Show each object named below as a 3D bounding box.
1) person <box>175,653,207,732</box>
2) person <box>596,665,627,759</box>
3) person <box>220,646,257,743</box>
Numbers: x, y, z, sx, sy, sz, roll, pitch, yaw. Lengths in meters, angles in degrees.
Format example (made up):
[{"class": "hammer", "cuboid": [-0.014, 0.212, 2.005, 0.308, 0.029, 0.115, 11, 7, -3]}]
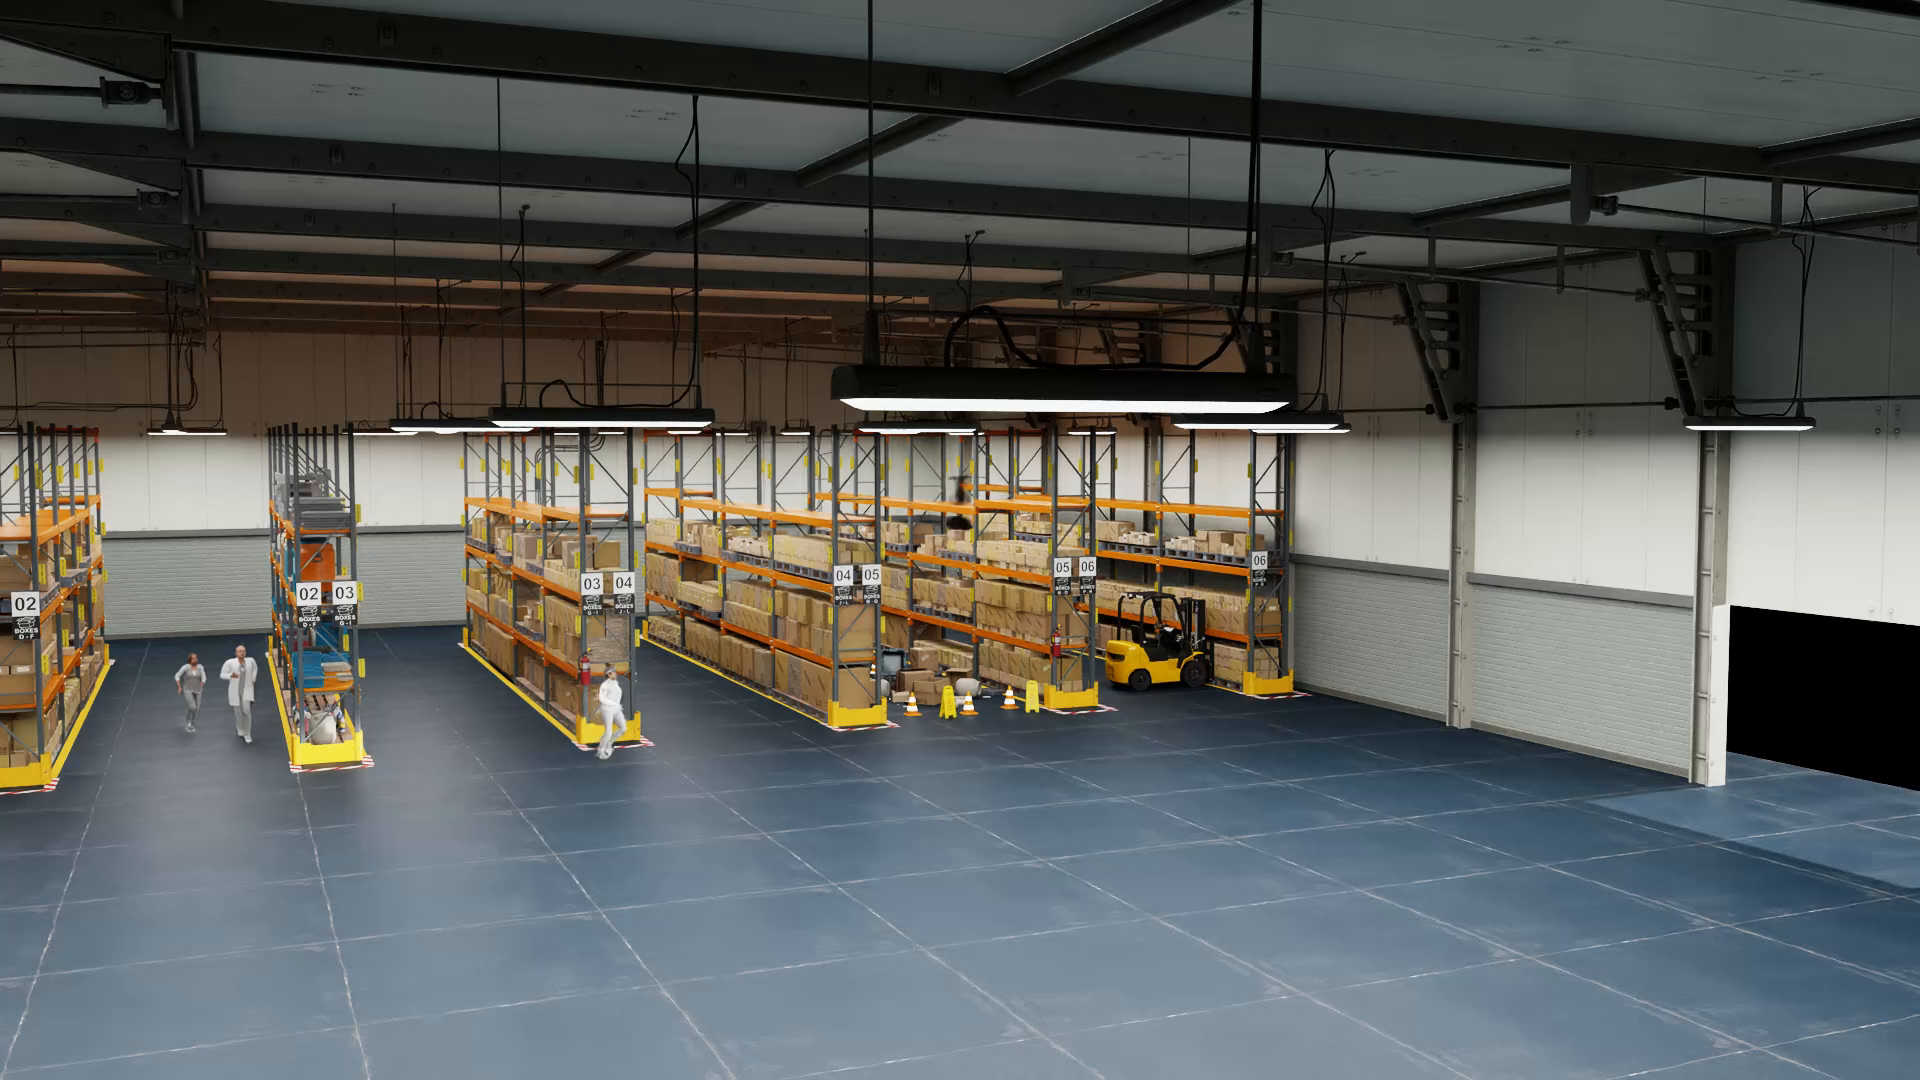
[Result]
[{"class": "person", "cuboid": [-14.861, 2.959, 32.206, 0.506, 1.557, 0.690, -3, 5, -44]}, {"class": "person", "cuboid": [-6.226, 3.068, 29.844, 0.545, 1.670, 0.627, 2, 4, 24]}, {"class": "person", "cuboid": [-13.663, 2.921, 31.531, 0.668, 1.855, 0.861, -2, 4, -27]}]
